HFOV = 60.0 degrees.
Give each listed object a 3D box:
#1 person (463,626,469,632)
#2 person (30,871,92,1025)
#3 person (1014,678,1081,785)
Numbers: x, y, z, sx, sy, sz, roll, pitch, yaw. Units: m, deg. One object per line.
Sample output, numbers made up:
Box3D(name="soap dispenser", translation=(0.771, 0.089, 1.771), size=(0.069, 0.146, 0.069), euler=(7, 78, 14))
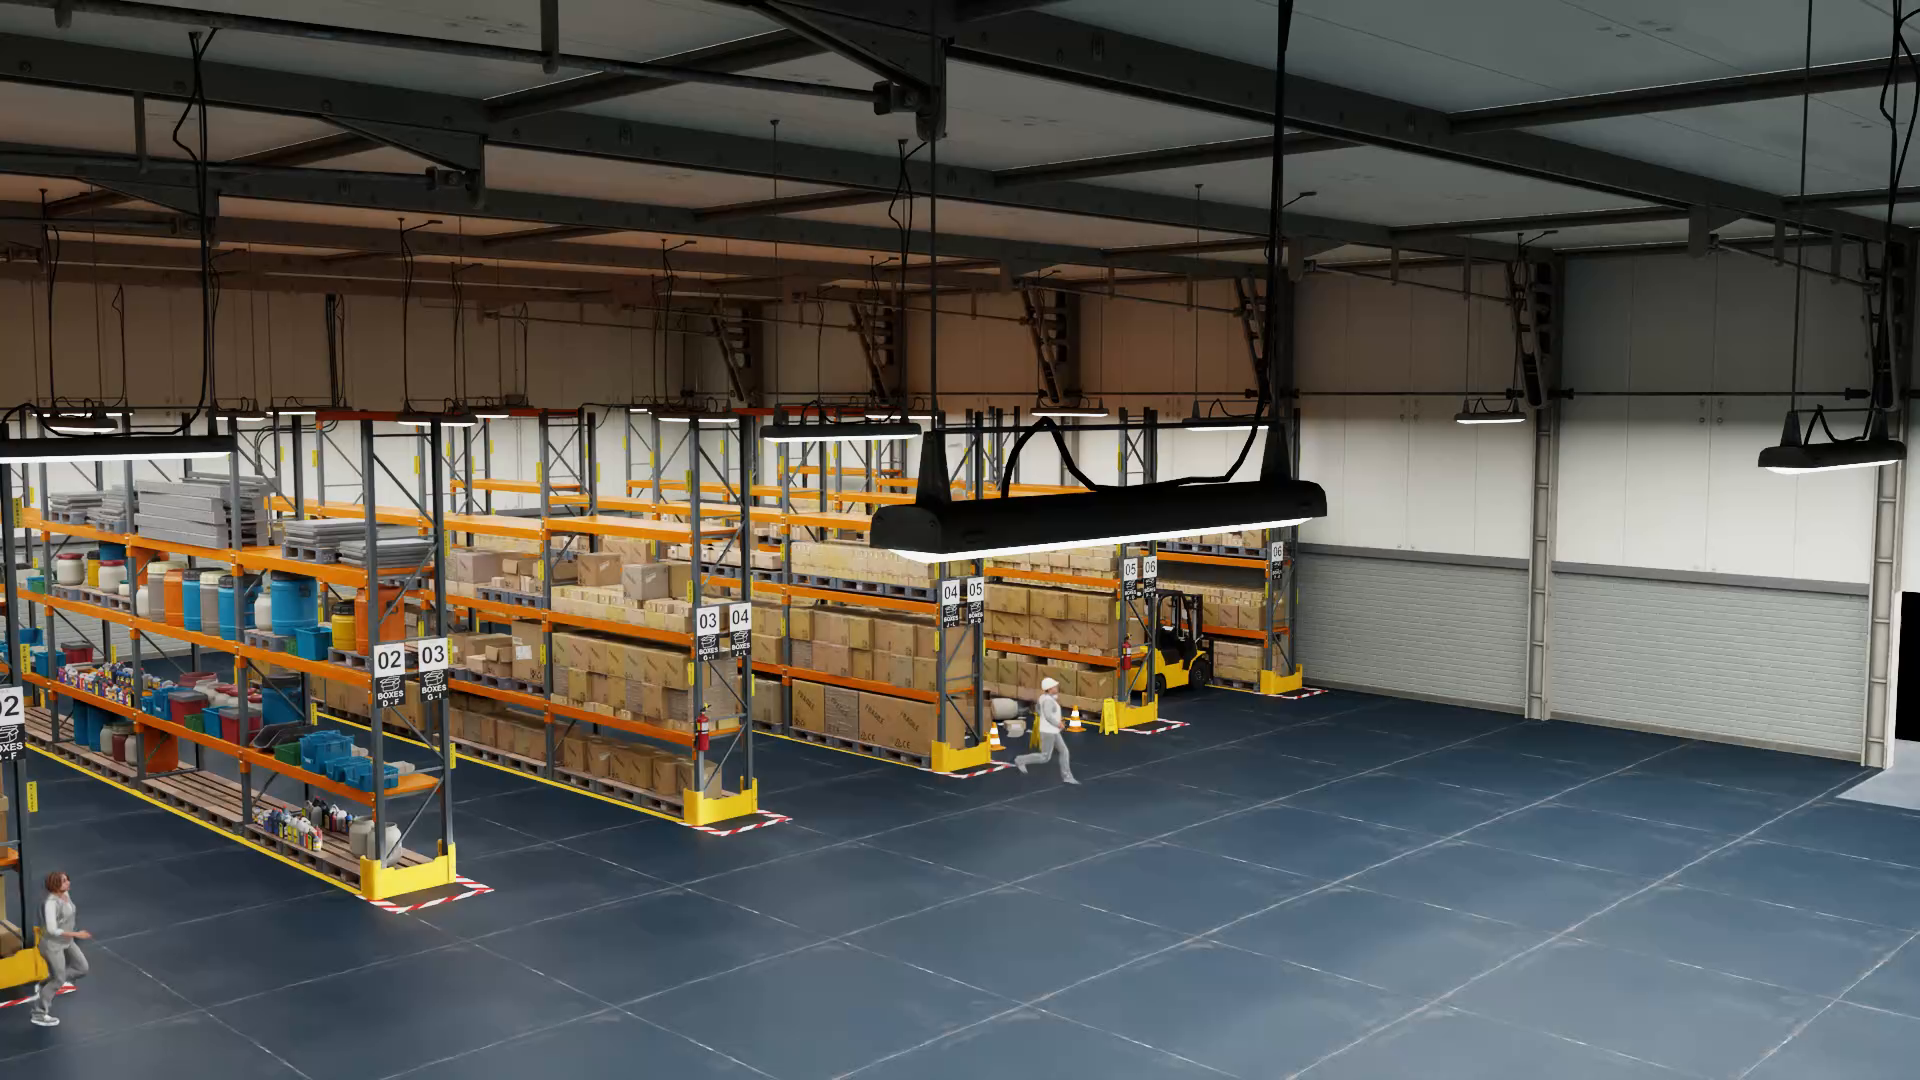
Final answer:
Box3D(name="person", translation=(-9.820, 2.542, 33.227), size=(0.857, 1.719, 0.562), euler=(5, 7, 44))
Box3D(name="person", translation=(-9.027, 4.081, 16.724), size=(0.617, 1.559, 0.573), euler=(-1, 5, -8))
Box3D(name="person", translation=(1.419, 3.101, 26.844), size=(1.078, 1.767, 0.634), euler=(1, 5, 6))
